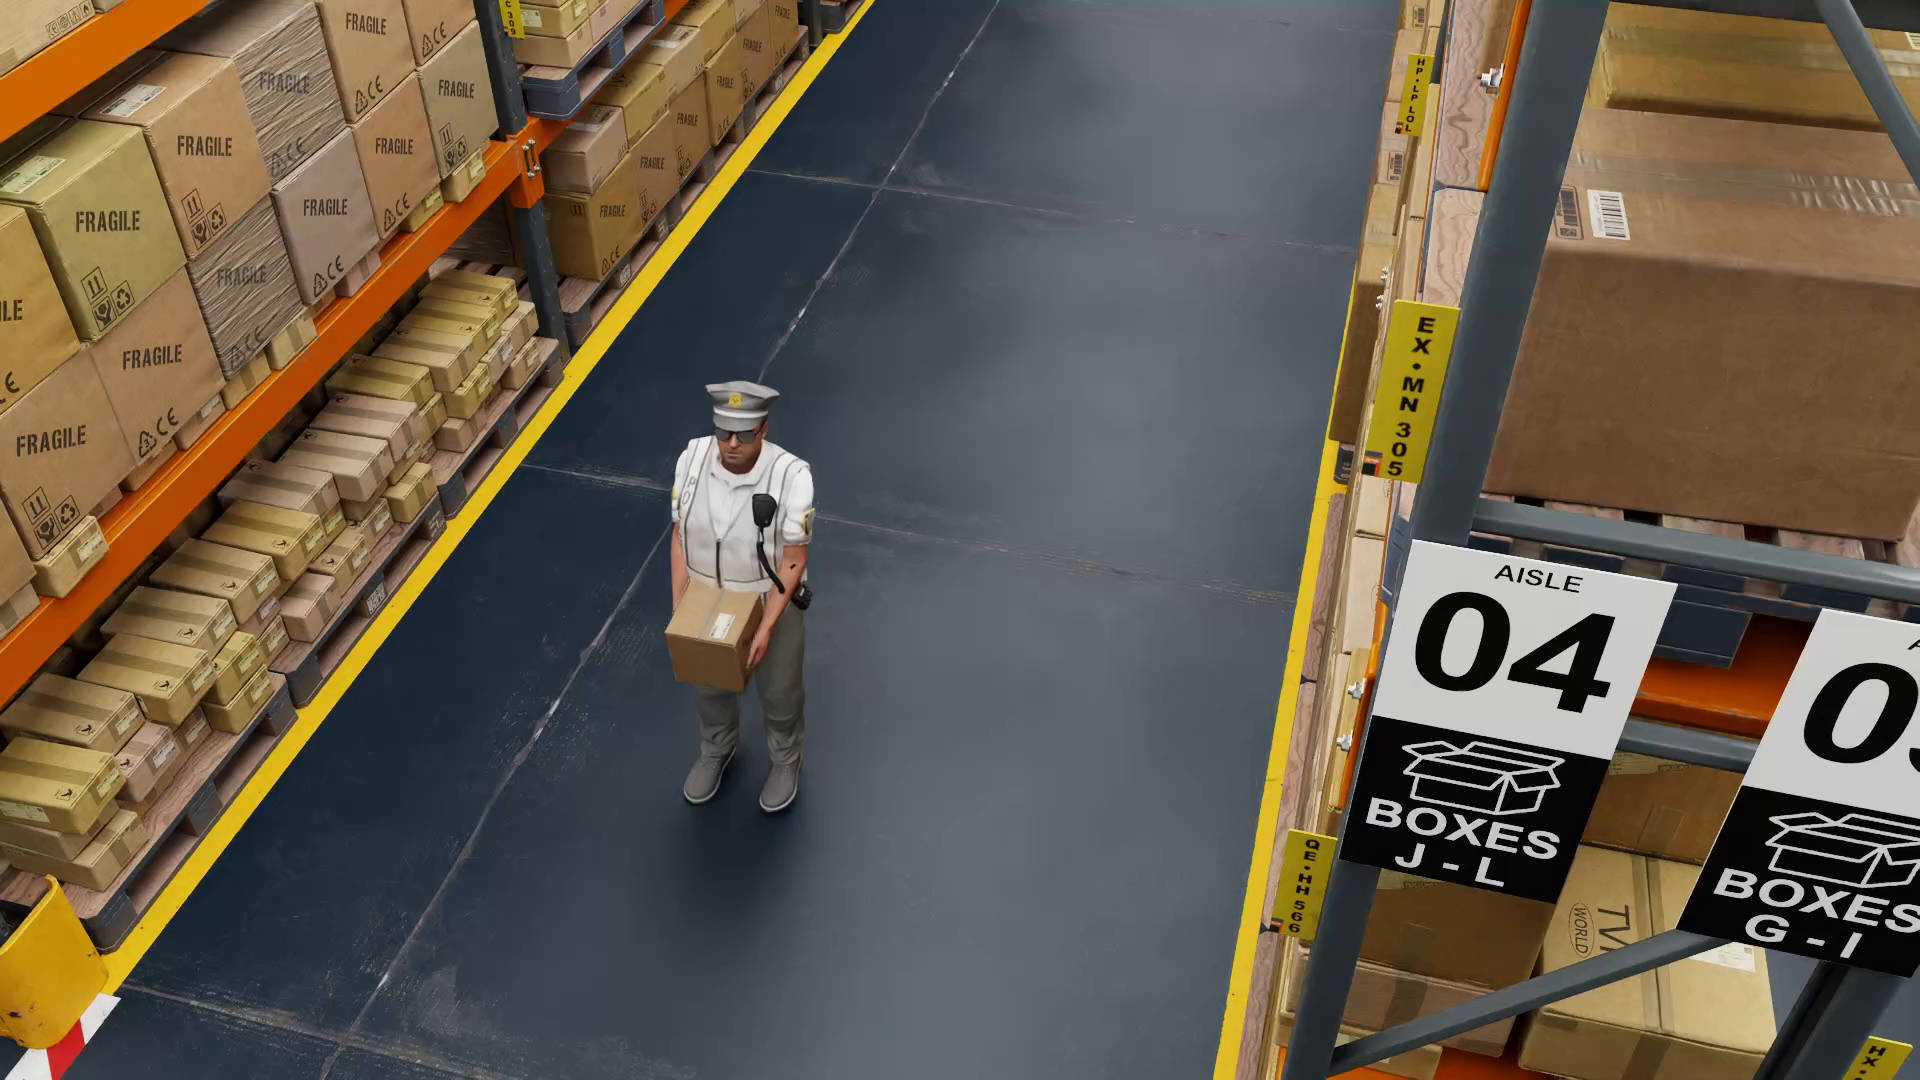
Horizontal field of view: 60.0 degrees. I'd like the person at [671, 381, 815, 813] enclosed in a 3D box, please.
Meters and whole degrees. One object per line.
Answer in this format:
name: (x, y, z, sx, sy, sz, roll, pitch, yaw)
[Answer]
person: (-0.771, 0.240, 5.850, 0.524, 1.780, 0.546, 10, 42, 11)
